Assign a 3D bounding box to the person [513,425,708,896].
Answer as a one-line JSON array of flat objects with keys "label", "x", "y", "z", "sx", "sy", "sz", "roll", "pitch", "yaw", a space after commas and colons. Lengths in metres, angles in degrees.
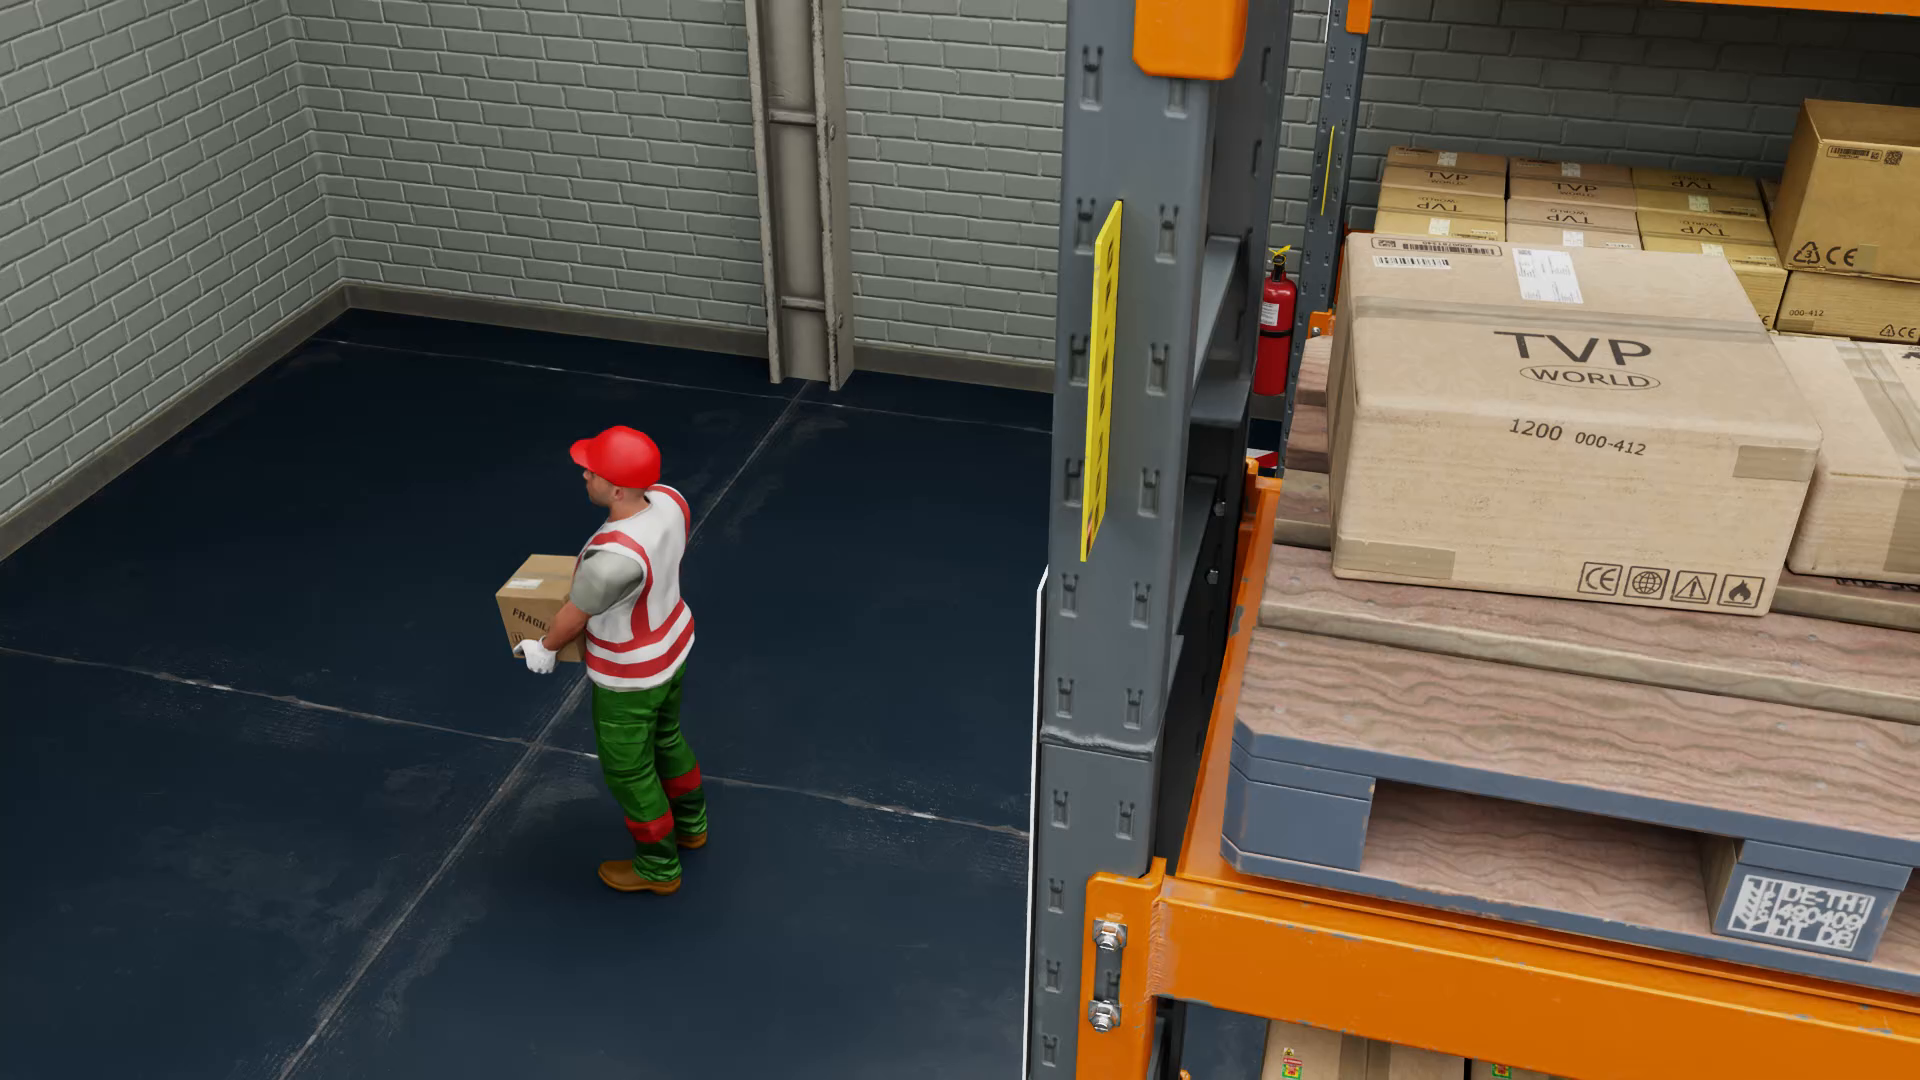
[{"label": "person", "x": -1.161, "y": 0.392, "z": 5.503, "sx": 0.555, "sy": 1.784, "sz": 0.494, "roll": 9, "pitch": 34, "yaw": 13}]
